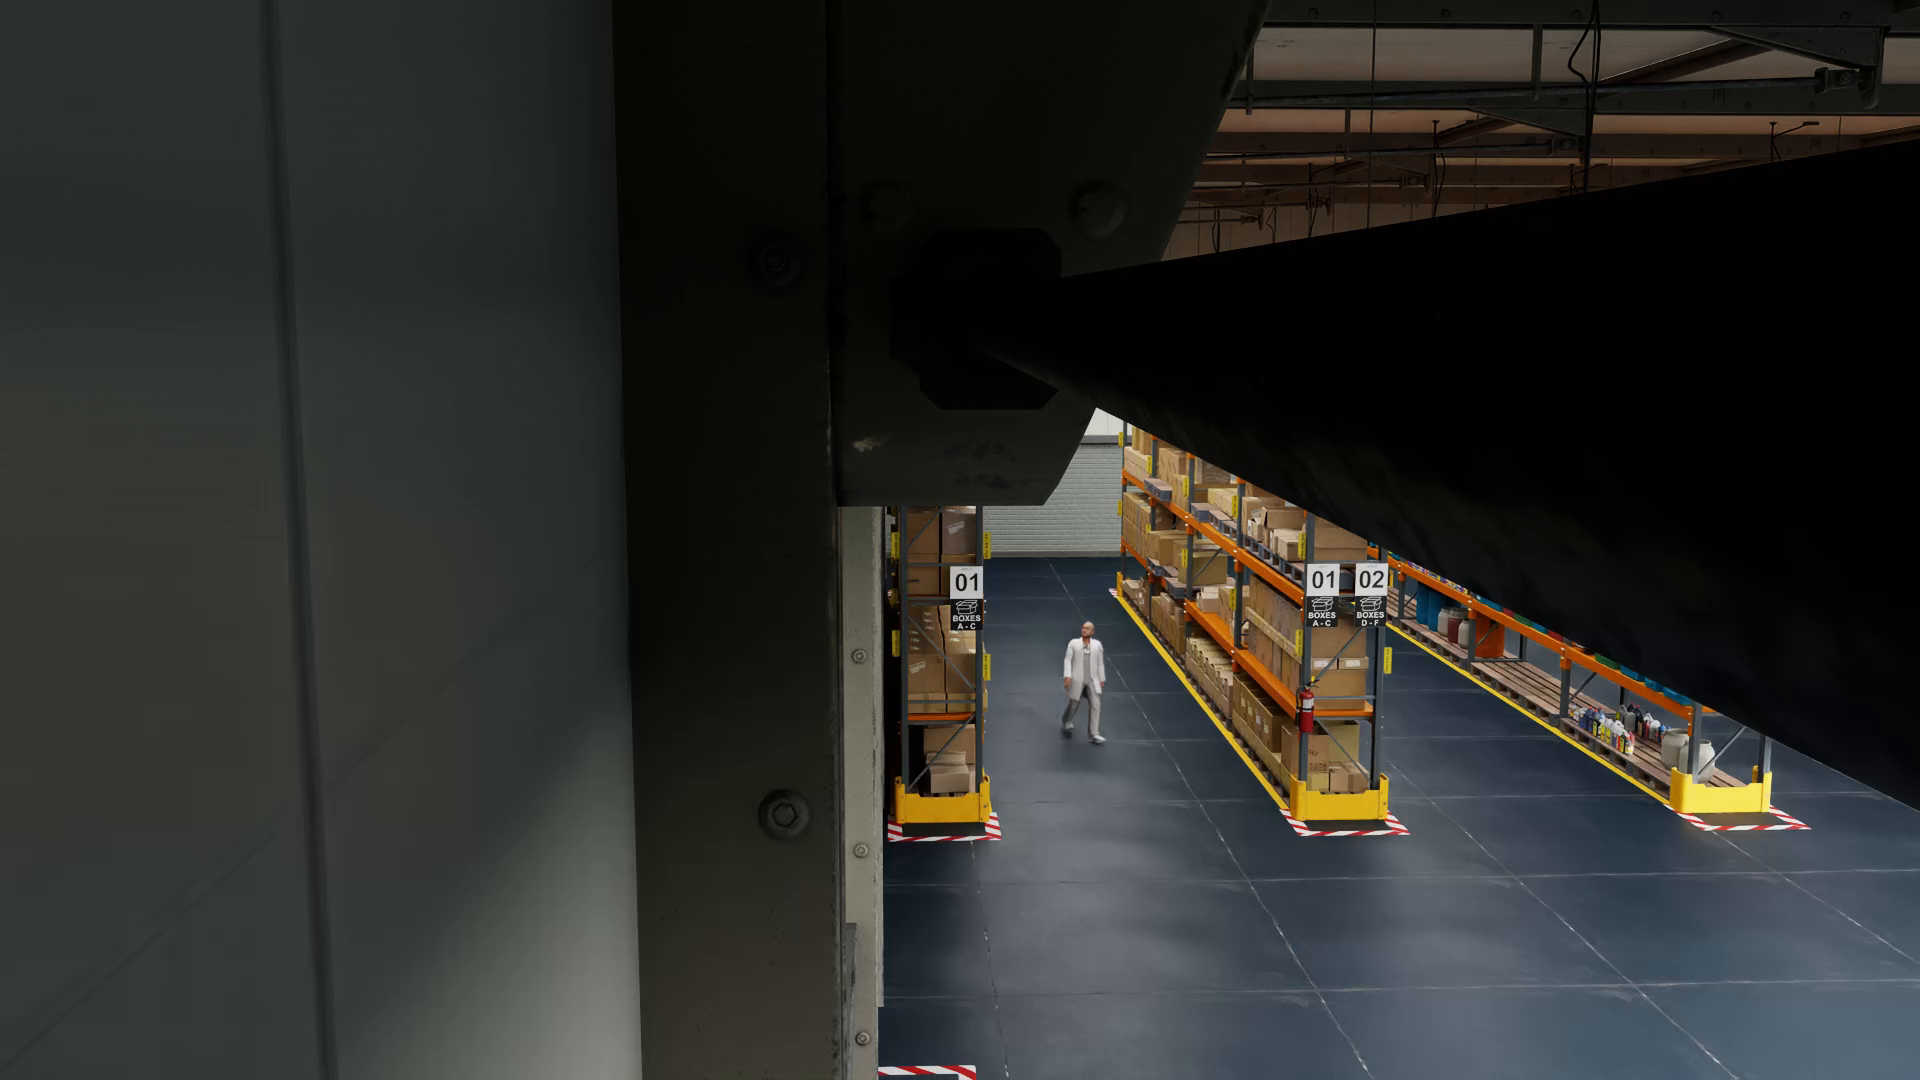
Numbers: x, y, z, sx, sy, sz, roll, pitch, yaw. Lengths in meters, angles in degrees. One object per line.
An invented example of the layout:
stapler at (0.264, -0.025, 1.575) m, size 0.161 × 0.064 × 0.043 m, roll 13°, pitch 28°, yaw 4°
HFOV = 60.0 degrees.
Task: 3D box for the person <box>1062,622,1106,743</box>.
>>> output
person at (1.815, 2.064, 24.415) m, size 0.699 × 1.720 × 1.085 m, roll -2°, pitch 8°, yaw -15°
